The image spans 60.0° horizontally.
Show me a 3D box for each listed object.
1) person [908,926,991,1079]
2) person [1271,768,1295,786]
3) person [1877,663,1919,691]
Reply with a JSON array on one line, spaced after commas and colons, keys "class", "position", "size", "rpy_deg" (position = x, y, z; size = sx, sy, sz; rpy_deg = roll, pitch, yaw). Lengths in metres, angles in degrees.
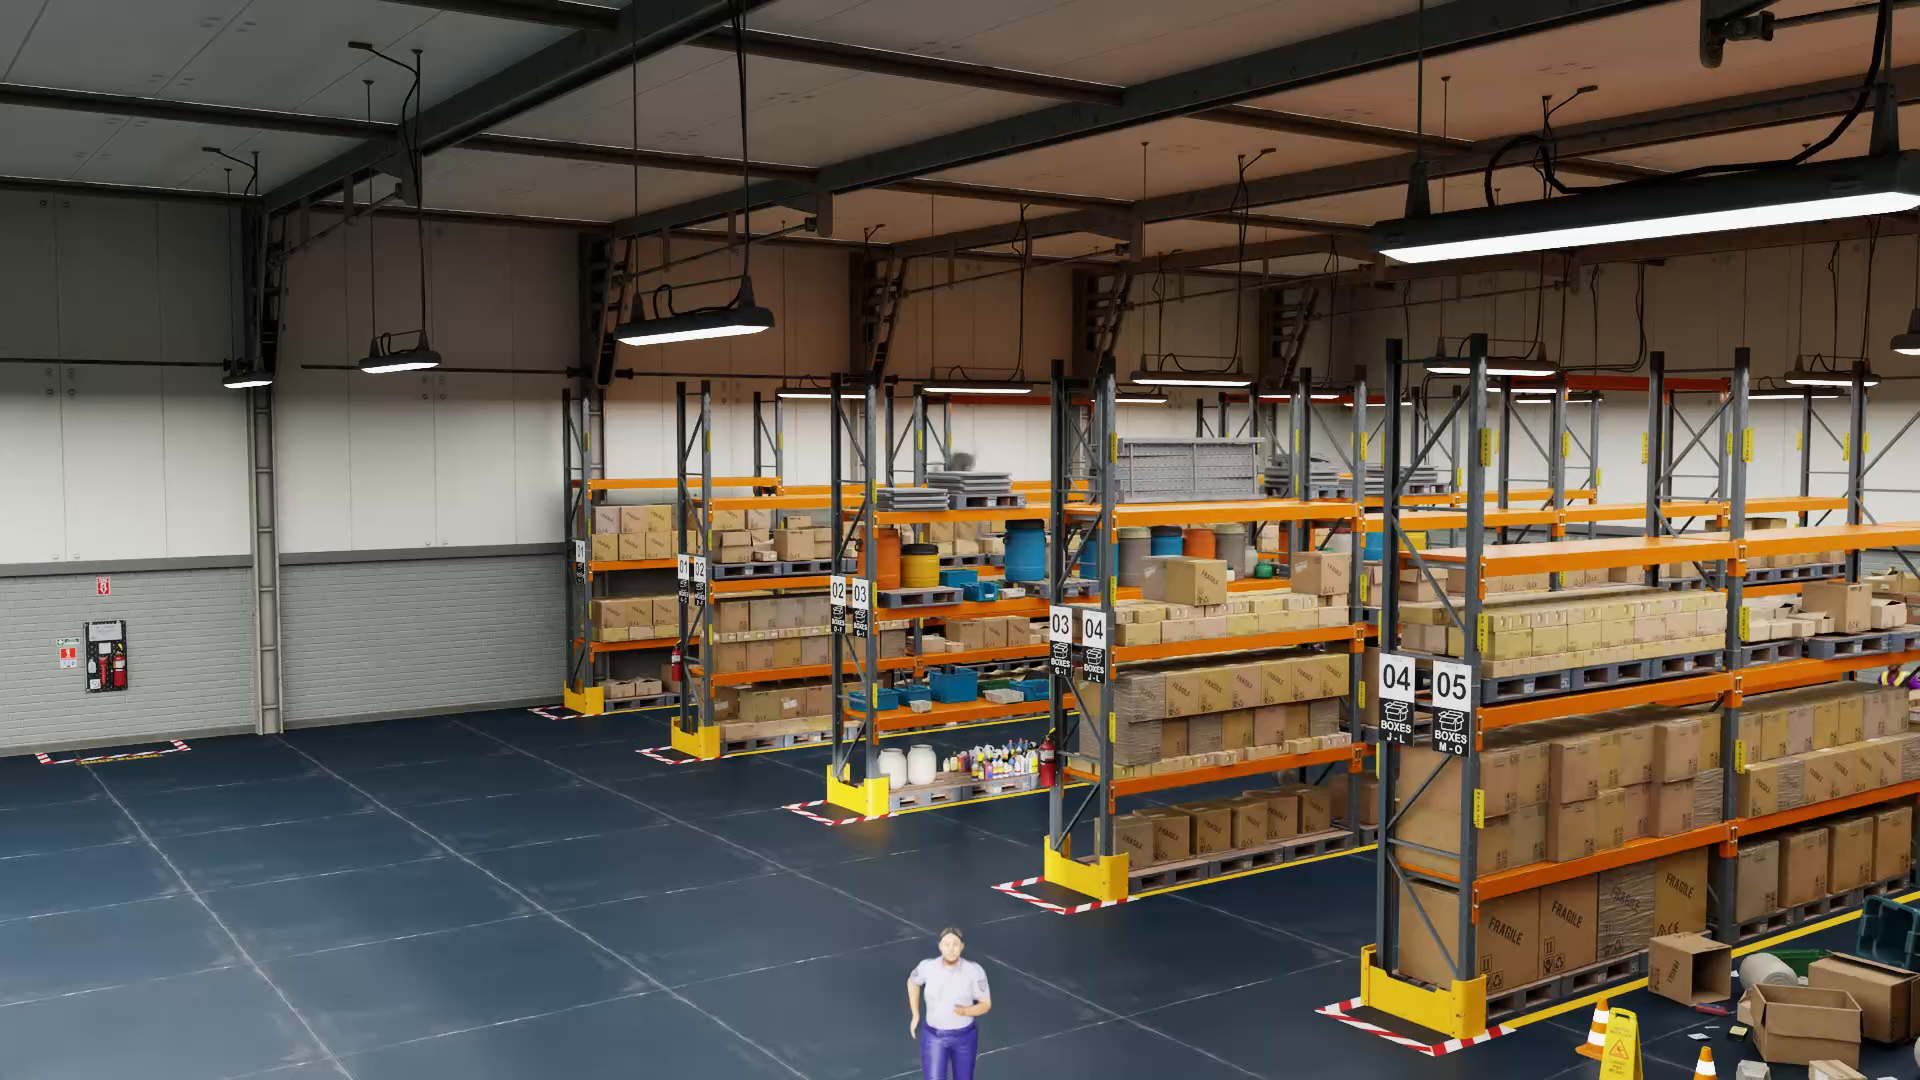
[{"class": "person", "position": [-0.073, 3.587, 11.810], "size": [0.579, 1.711, 0.748], "rpy_deg": [0, 4, -4]}, {"class": "person", "position": [4.577, 2.864, 23.094], "size": [0.592, 1.663, 0.581], "rpy_deg": [-3, 5, -39]}, {"class": "person", "position": [14.458, 2.652, 25.733], "size": [0.675, 1.764, 0.699], "rpy_deg": [-3, 5, -40]}]
